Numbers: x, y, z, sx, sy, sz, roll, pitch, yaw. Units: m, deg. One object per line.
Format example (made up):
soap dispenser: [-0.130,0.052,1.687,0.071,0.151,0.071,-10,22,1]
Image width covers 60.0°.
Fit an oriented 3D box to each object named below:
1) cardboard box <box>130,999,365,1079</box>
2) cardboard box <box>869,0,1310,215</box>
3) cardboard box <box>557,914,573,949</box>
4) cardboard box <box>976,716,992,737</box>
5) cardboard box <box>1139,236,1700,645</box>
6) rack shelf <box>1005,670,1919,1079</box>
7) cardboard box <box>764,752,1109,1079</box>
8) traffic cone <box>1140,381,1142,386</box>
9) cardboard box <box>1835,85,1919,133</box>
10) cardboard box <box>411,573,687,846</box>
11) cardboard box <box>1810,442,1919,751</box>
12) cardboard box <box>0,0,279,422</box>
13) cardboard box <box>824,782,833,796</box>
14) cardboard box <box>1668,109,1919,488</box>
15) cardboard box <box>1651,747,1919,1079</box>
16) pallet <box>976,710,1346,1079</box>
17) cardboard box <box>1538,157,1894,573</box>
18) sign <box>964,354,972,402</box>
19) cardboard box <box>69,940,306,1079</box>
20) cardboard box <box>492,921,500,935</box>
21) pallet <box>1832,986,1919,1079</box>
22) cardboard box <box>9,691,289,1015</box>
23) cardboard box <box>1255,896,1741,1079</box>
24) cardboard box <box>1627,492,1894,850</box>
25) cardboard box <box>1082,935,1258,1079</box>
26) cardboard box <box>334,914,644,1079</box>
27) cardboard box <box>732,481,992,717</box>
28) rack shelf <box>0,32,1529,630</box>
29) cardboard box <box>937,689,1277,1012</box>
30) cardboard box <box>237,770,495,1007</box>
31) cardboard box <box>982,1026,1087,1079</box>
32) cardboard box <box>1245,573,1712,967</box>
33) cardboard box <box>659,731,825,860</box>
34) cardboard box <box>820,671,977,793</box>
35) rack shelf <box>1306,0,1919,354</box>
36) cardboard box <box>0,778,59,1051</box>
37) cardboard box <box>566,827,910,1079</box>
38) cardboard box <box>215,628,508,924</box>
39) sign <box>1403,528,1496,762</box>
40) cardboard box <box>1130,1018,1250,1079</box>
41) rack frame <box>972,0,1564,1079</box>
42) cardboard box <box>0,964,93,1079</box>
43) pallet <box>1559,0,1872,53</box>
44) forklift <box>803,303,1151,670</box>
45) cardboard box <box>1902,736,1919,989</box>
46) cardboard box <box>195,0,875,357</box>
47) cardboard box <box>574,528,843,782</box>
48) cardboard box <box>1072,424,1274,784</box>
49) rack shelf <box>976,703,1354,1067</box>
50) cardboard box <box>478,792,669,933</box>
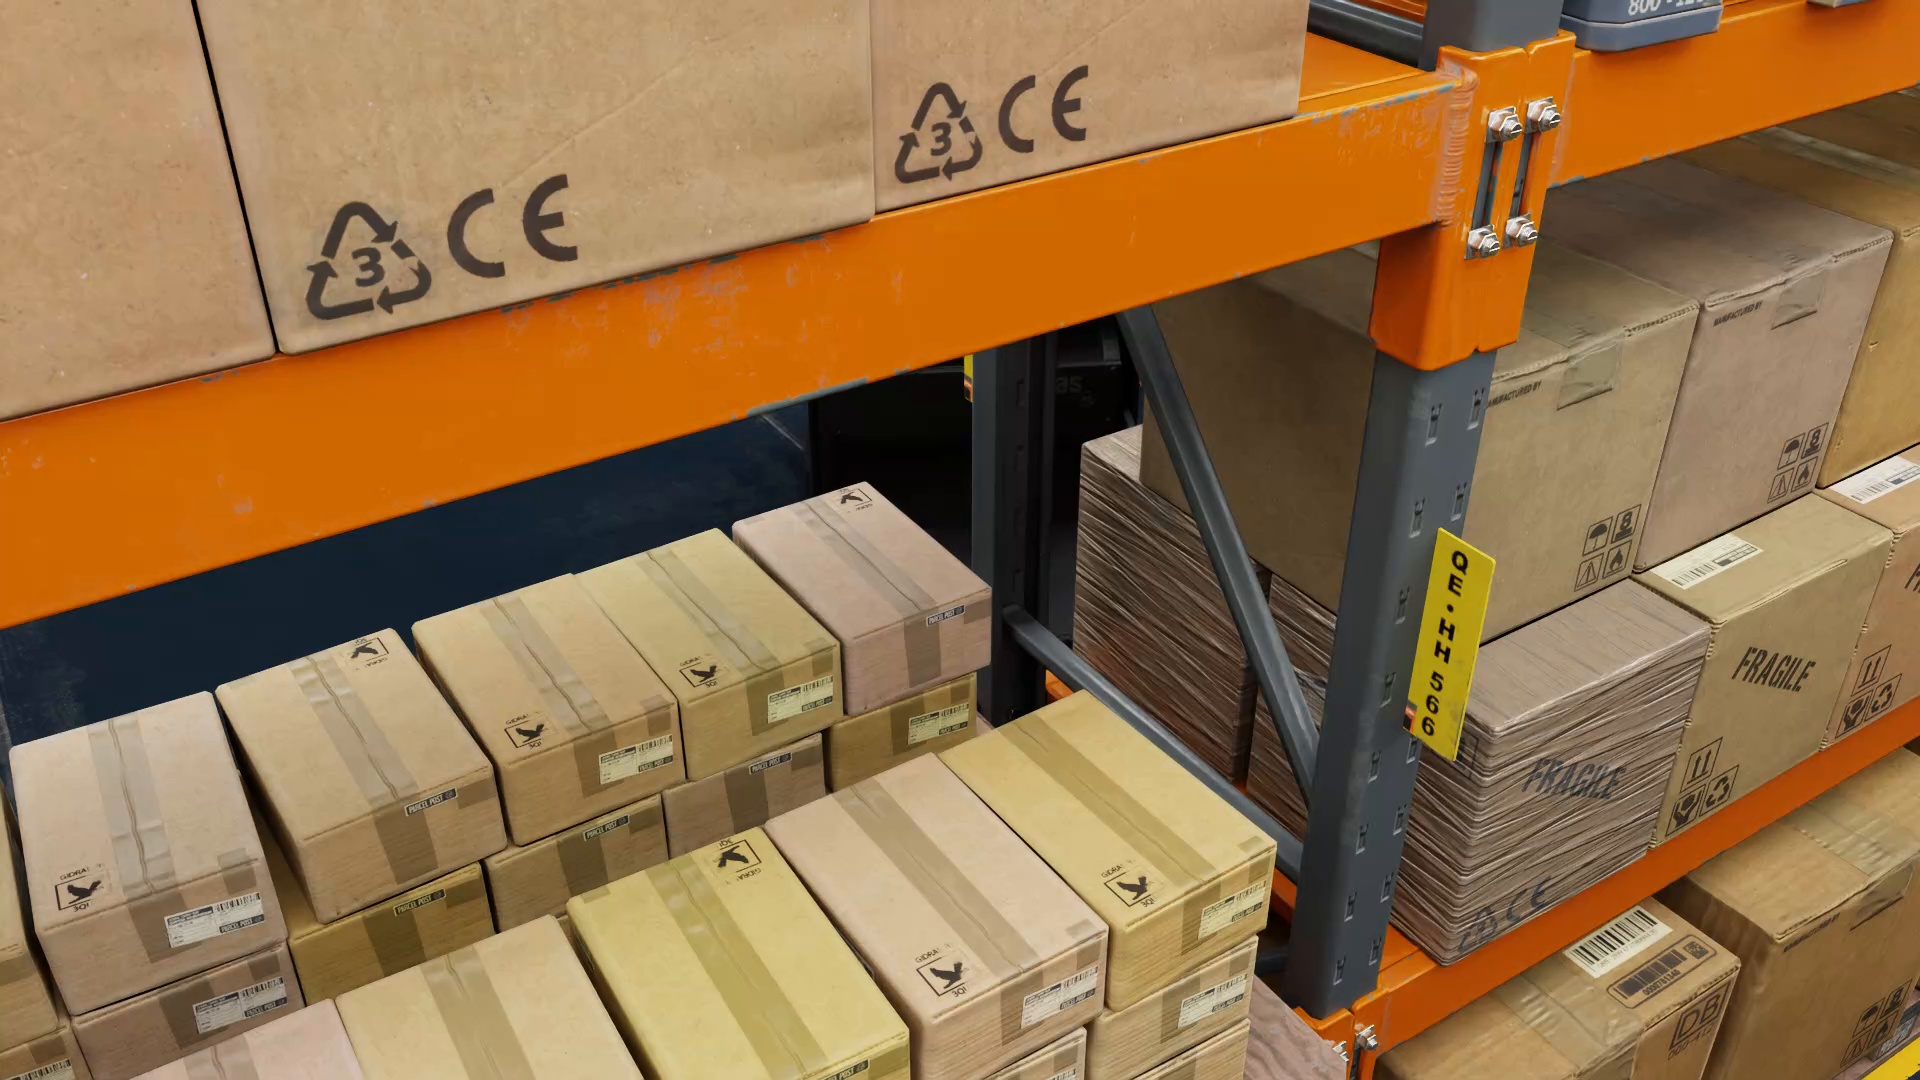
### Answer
cardboard box: [-0.684,0.675,1.653,0.250,0.149,0.380,-19,37,-27]
cardboard box: [-0.002,-0.675,1.603,0.500,0.500,0.500,-19,37,-27]
cardboard box: [-0.597,0.480,2.519,0.250,0.149,0.380,-17,36,-25]
cardboard box: [-0.145,0.325,2.766,0.250,0.149,0.380,-20,37,-28]
cardboard box: [0.723,-0.233,2.777,0.500,0.500,0.700,-19,37,-28]
rack shelf: [2.021,0.083,3.981,4.000,0.370,1.077,-19,37,-27]
cardboard box: [-0.035,0.453,2.004,0.250,0.149,0.380,-19,37,-28]
traffic cone: [0.652,-0.930,7.291,0.334,0.463,0.336,-19,37,-27]
cardboard box: [2.007,-0.677,3.481,0.500,0.500,0.700,-19,37,-28]
cardboard box: [-0.586,0.229,2.360,0.250,0.149,0.380,-19,37,-28]
cardboard box: [1.714,0.012,3.325,0.500,0.500,0.500,-19,37,-27]
cardboard box: [-0.838,-0.382,1.138,0.500,0.500,0.500,-19,37,-27]
cardboard box: [-0.371,0.402,2.643,0.250,0.149,0.380,-17,36,-25]
cardboard box: [1.578,-0.529,3.247,0.500,0.500,0.700,-20,37,-28]
cardboard box: [1.634,0.741,3.978,0.750,0.750,1.050,-18,37,-27]
pallet: [-0.201,0.692,2.521,1.003,0.211,1.213,-19,37,-27]
cardboard box: [1.148,-0.380,3.010,0.500,0.500,0.700,-20,37,-28]
sign: [0.037,-0.380,2.956,0.005,0.325,0.100,-19,37,-27]
cardboard box: [-1.046,0.512,2.189,0.250,0.149,0.380,-19,37,-27]
cardboard box: [-0.823,0.559,2.394,0.250,0.149,0.380,-17,36,-25]
pallet: [2.068,0.992,4.479,1.213,0.211,1.003,-19,37,-27]
cardboard box: [-1.035,0.384,2.114,0.250,0.149,0.380,-17,36,-25]
cardboard box: [0.901,0.995,3.575,0.750,0.750,1.050,-20,37,-28]
cardboard box: [1.290,0.158,3.094,0.500,0.500,0.500,-19,37,-28]
cardboard box: [0.172,0.507,2.198,0.250,0.149,0.380,-18,37,-26]
cardboard box: [-0.478,0.608,1.759,0.250,0.149,0.380,-18,36,-26]
cardboard box: [-0.157,0.082,2.592,0.250,0.149,0.380,-19,37,-27]
rack shelf: [-1.341,-0.029,1.347,4.000,0.370,1.077,-19,37,-27]
cardboard box: [0.177,0.382,2.118,0.250,0.149,0.380,-21,38,-29]
cardboard box: [-0.836,0.441,2.303,0.250,0.149,0.380,-19,37,-27]
cardboard box: [-0.052,0.585,2.074,0.250,0.149,0.380,-18,36,-26]
cardboard box: [0.864,0.306,2.859,0.500,0.500,0.500,-19,37,-27]
cardboard box: [-0.401,0.289,2.543,0.250,0.149,0.380,-17,36,-25]
cardboard box: [-0.174,0.210,2.669,0.250,0.149,0.380,-17,36,-25]
rack shelf: [2.021,-1.185,3.180,4.000,0.370,1.077,-19,37,-27]
cardboard box: [-1.257,0.462,1.991,0.250,0.149,0.380,-18,36,-26]
cardboard box: [-0.256,0.529,1.884,0.250,0.149,0.380,-18,36,-26]
cardboard box: [-0.809,0.305,2.239,0.250,0.149,0.380,-21,38,-29]
sign: [0.642,0.142,2.203,0.005,0.325,0.100,-19,37,-27]
cardboard box: [0.175,0.635,2.274,0.250,0.149,0.380,-18,37,-27]
rack frame: [0.342,0.359,2.870,0.053,2.616,0.949,-19,37,-27]
cardboard box: [-1.256,0.583,2.078,0.250,0.149,0.380,-19,37,-28]
pallet: [0.853,-1.041,2.455,1.003,0.211,1.213,-17,36,-25]
forklift: [0.069,-0.876,4.891,1.130,2.935,3.031,-3,32,-5]
cardboard box: [2.417,0.472,4.406,0.750,0.750,1.050,-19,37,-27]
cardboard box: [-0.415,-0.524,1.364,0.500,0.500,0.500,-19,37,-27]
cardboard box: [-0.377,0.160,2.469,0.250,0.149,0.380,-20,37,-29]
cardboard box: [0.574,0.064,3.243,0.500,0.500,0.500,-19,37,-27]
rack shelf: [-1.341,1.240,2.148,4.000,0.370,1.077,-19,37,-27]
cardboard box: [-0.624,0.368,2.419,0.250,0.149,0.380,-20,37,-29]
